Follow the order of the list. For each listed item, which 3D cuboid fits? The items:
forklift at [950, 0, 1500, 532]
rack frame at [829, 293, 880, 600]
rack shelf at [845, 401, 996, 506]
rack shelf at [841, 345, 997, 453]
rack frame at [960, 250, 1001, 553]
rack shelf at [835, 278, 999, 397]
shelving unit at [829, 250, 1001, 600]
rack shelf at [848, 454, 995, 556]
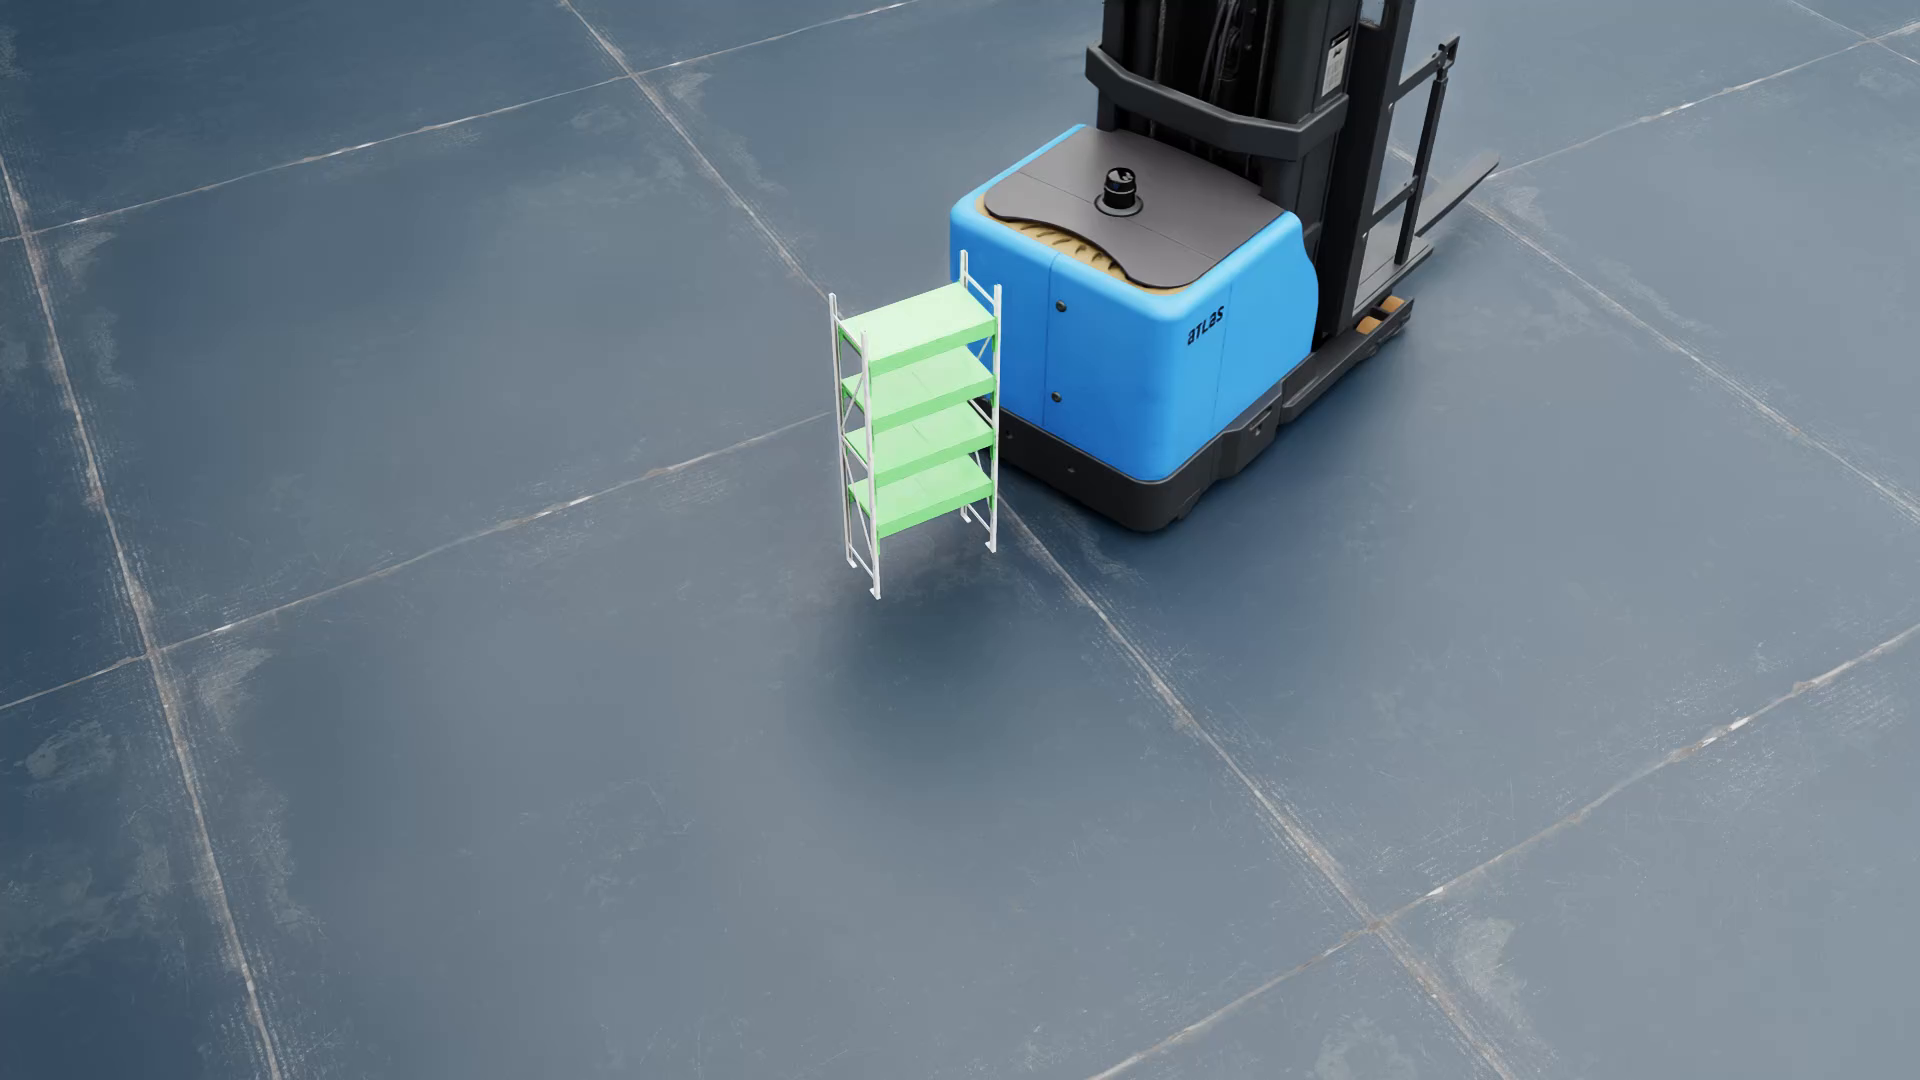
[{"bbox_3d":[1.289,-2.037,6.245,1.130,2.935,3.031,31,52,28],"label":"forklift"},{"bbox_3d":[-0.355,-0.288,5.686,0.015,1.200,0.240,-22,48,-21],"label":"rack frame"},{"bbox_3d":[-0.144,-0.327,5.817,0.480,0.148,0.258,-22,48,-21],"label":"rack shelf"},{"bbox_3d":[-0.144,-0.500,5.650,0.480,0.148,0.258,-22,48,-21],"label":"rack shelf"},{"bbox_3d":[0.068,-0.458,5.860,0.015,1.200,0.240,-22,48,-21],"label":"rack frame"},{"bbox_3d":[-0.144,-0.672,5.483,0.480,0.148,0.258,-22,48,-21],"label":"rack shelf"},{"bbox_3d":[-0.144,-0.373,5.773,0.503,1.200,0.258,-22,48,-21],"label":"shelving unit"},{"bbox_3d":[-0.144,-0.155,5.985,0.480,0.148,0.258,-22,48,-21],"label":"rack shelf"}]
